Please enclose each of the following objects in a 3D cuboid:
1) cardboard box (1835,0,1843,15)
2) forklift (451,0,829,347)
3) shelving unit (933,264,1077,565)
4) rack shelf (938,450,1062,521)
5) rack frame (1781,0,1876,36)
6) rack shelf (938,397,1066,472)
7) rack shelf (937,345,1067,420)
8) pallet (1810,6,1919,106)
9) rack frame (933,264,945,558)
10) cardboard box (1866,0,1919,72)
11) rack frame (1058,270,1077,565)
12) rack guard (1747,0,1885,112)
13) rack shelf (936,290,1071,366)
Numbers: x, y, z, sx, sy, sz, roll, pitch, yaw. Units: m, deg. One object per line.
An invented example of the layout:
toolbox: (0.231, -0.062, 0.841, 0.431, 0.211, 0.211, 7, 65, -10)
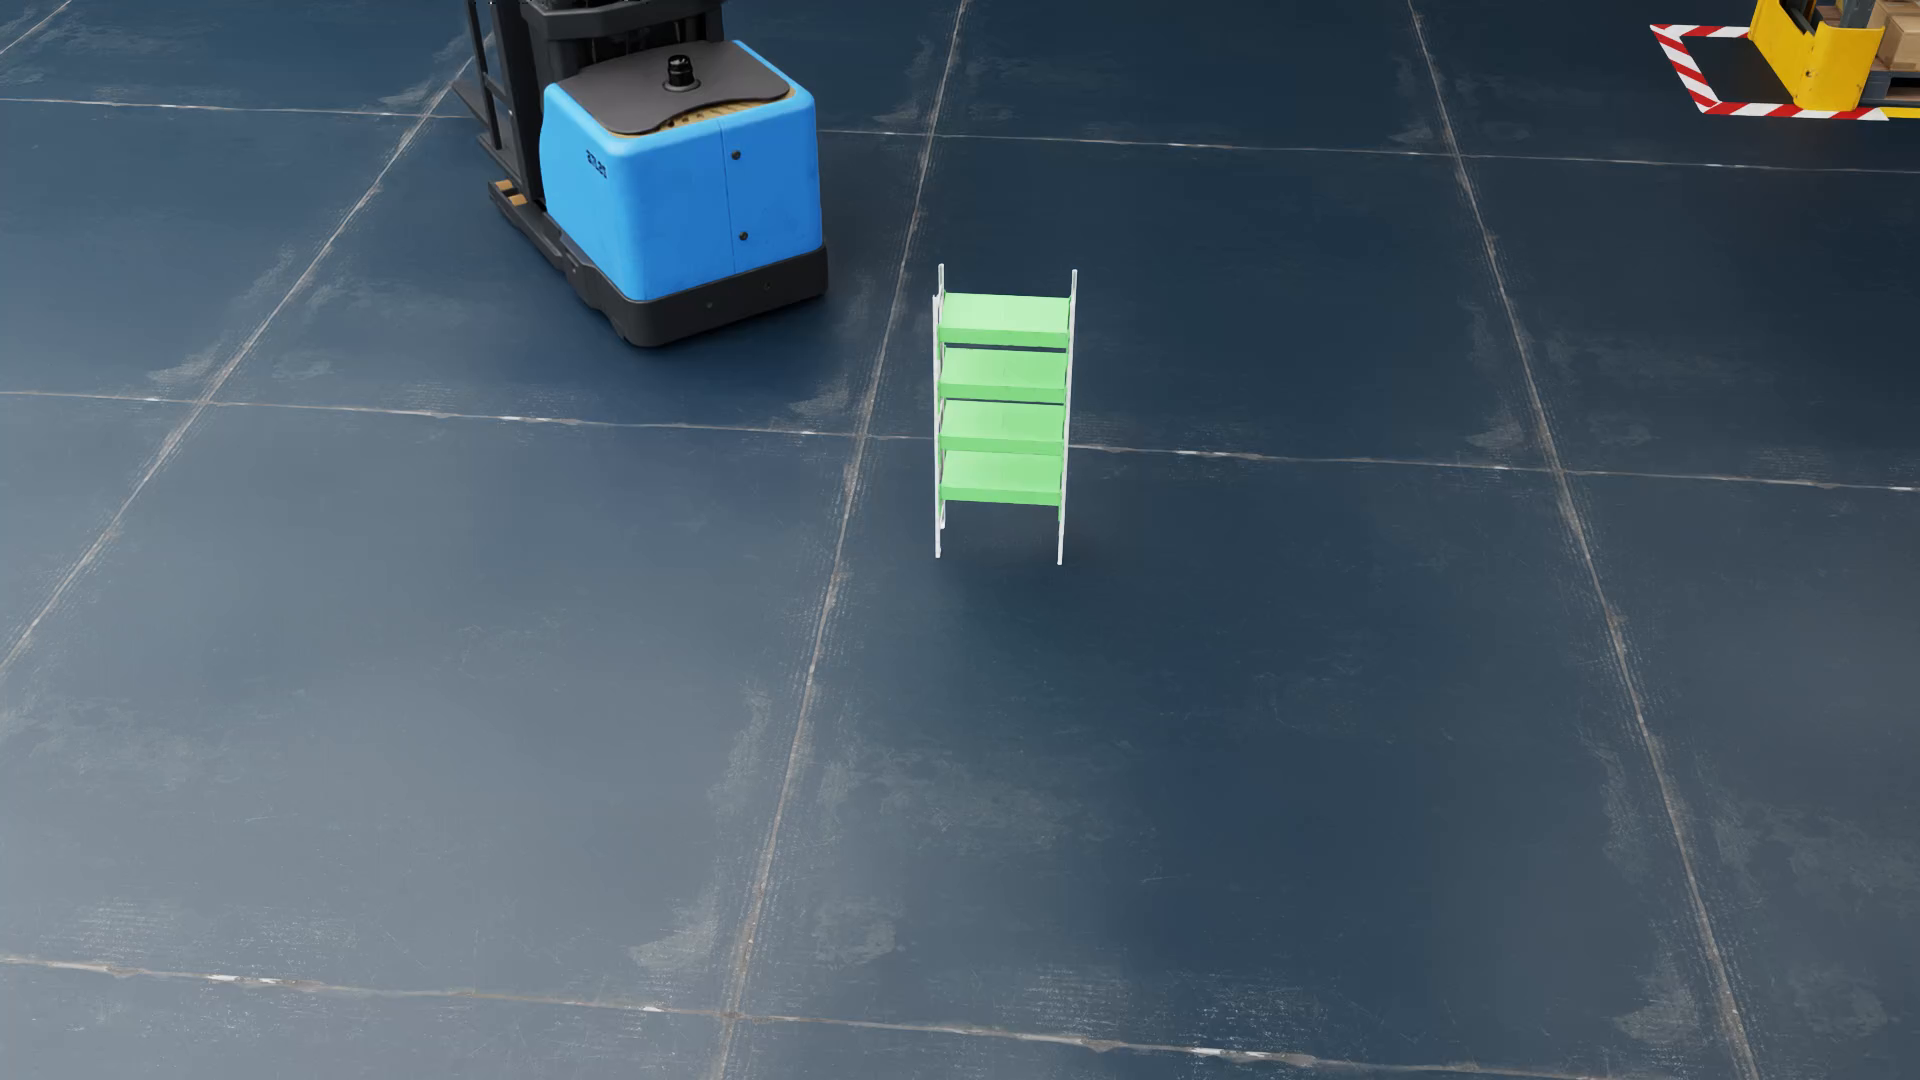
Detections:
cardboard box: (5.801, -3.332, 10.313, 0.500, 0.250, 0.500, 3, 39, 4)
forklift: (-1.861, -2.937, 8.037, 1.130, 2.935, 3.031, -22, 44, -25)
shelving unit: (0.165, -0.456, 6.360, 0.503, 1.200, 0.258, 3, 39, 4)
rack shelf: (0.165, -0.221, 6.552, 0.480, 0.148, 0.258, 3, 39, 4)
rack frame: (5.241, -4.079, 9.386, 0.127, 3.000, 1.000, 3, 39, 4)
rack shelf: (0.165, -0.407, 6.400, 0.480, 0.148, 0.258, 3, 39, 4)
rack shelf: (0.165, -0.593, 6.249, 0.480, 0.148, 0.258, 3, 39, 4)
pallet: (6.006, -2.983, 10.247, 1.213, 0.211, 1.003, 3, 39, 4)
rack frame: (-0.078, -0.470, 6.376, 0.015, 1.200, 0.240, 3, 39, 4)
cardboard box: (5.756, -3.007, 9.913, 0.500, 0.250, 0.500, 3, 39, 4)
rack frame: (0.408, -0.443, 6.344, 0.015, 1.200, 0.240, 3, 39, 4)
rack guard: (5.217, -3.111, 10.176, 0.348, 0.500, 1.175, 3, 39, 4)
rack shelf: (0.165, -0.779, 6.097, 0.480, 0.148, 0.258, 3, 39, 4)
